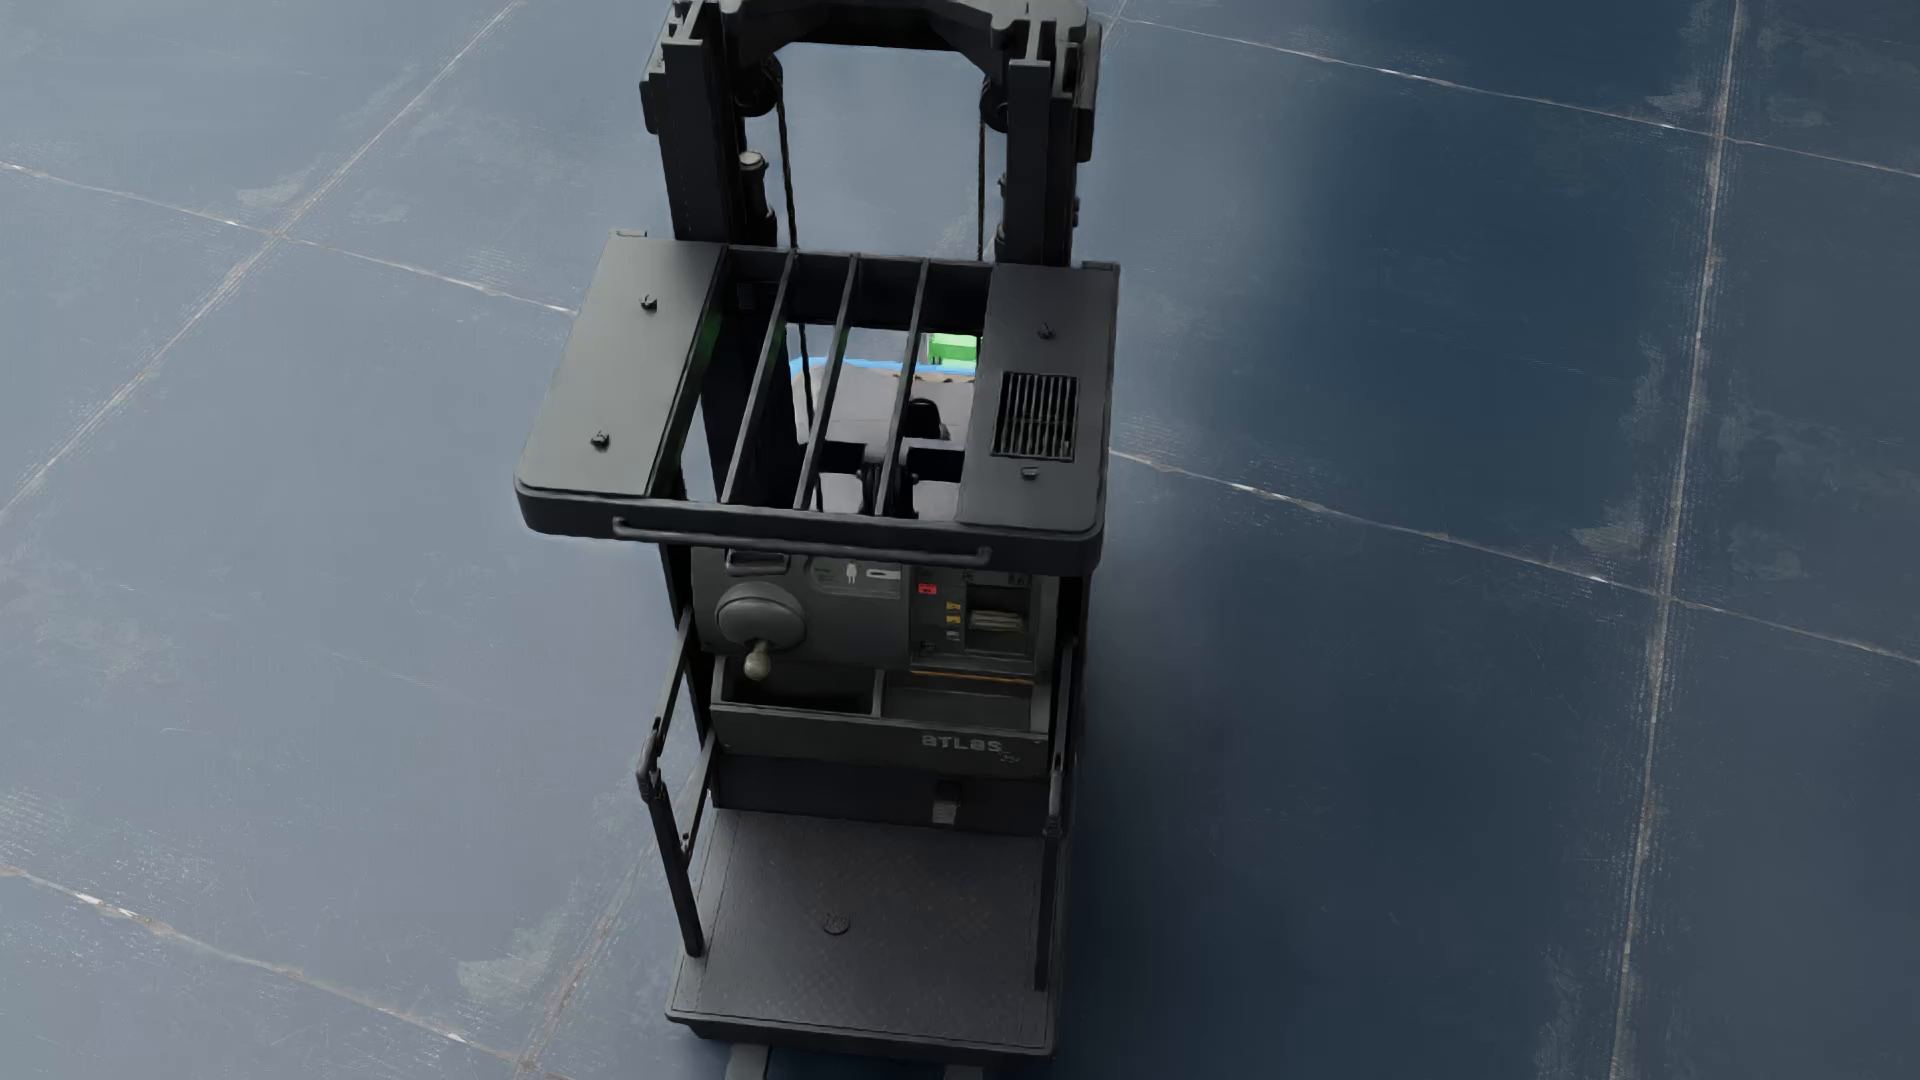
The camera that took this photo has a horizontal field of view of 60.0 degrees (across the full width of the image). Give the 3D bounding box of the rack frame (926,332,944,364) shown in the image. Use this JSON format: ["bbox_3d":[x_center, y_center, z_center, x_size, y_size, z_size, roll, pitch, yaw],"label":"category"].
[{"bbox_3d":[-0.082,-0.419,5.820,0.015,1.200,0.240,7,49,6],"label":"rack frame"}]

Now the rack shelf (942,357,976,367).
[{"bbox_3d":[0.159,-0.505,5.660,0.480,0.148,0.258,7,49,6],"label":"rack shelf"}]

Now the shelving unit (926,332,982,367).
[{"bbox_3d":[0.159,-0.389,5.793,0.503,1.200,0.258,7,49,6],"label":"shelving unit"}]

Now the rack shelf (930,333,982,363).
[{"bbox_3d":[0.159,-0.662,5.479,0.480,0.148,0.258,7,49,6],"label":"rack shelf"}]

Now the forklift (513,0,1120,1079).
[{"bbox_3d":[-0.237,0.285,4.064,1.130,2.935,3.031,5,49,4],"label":"forklift"}]
